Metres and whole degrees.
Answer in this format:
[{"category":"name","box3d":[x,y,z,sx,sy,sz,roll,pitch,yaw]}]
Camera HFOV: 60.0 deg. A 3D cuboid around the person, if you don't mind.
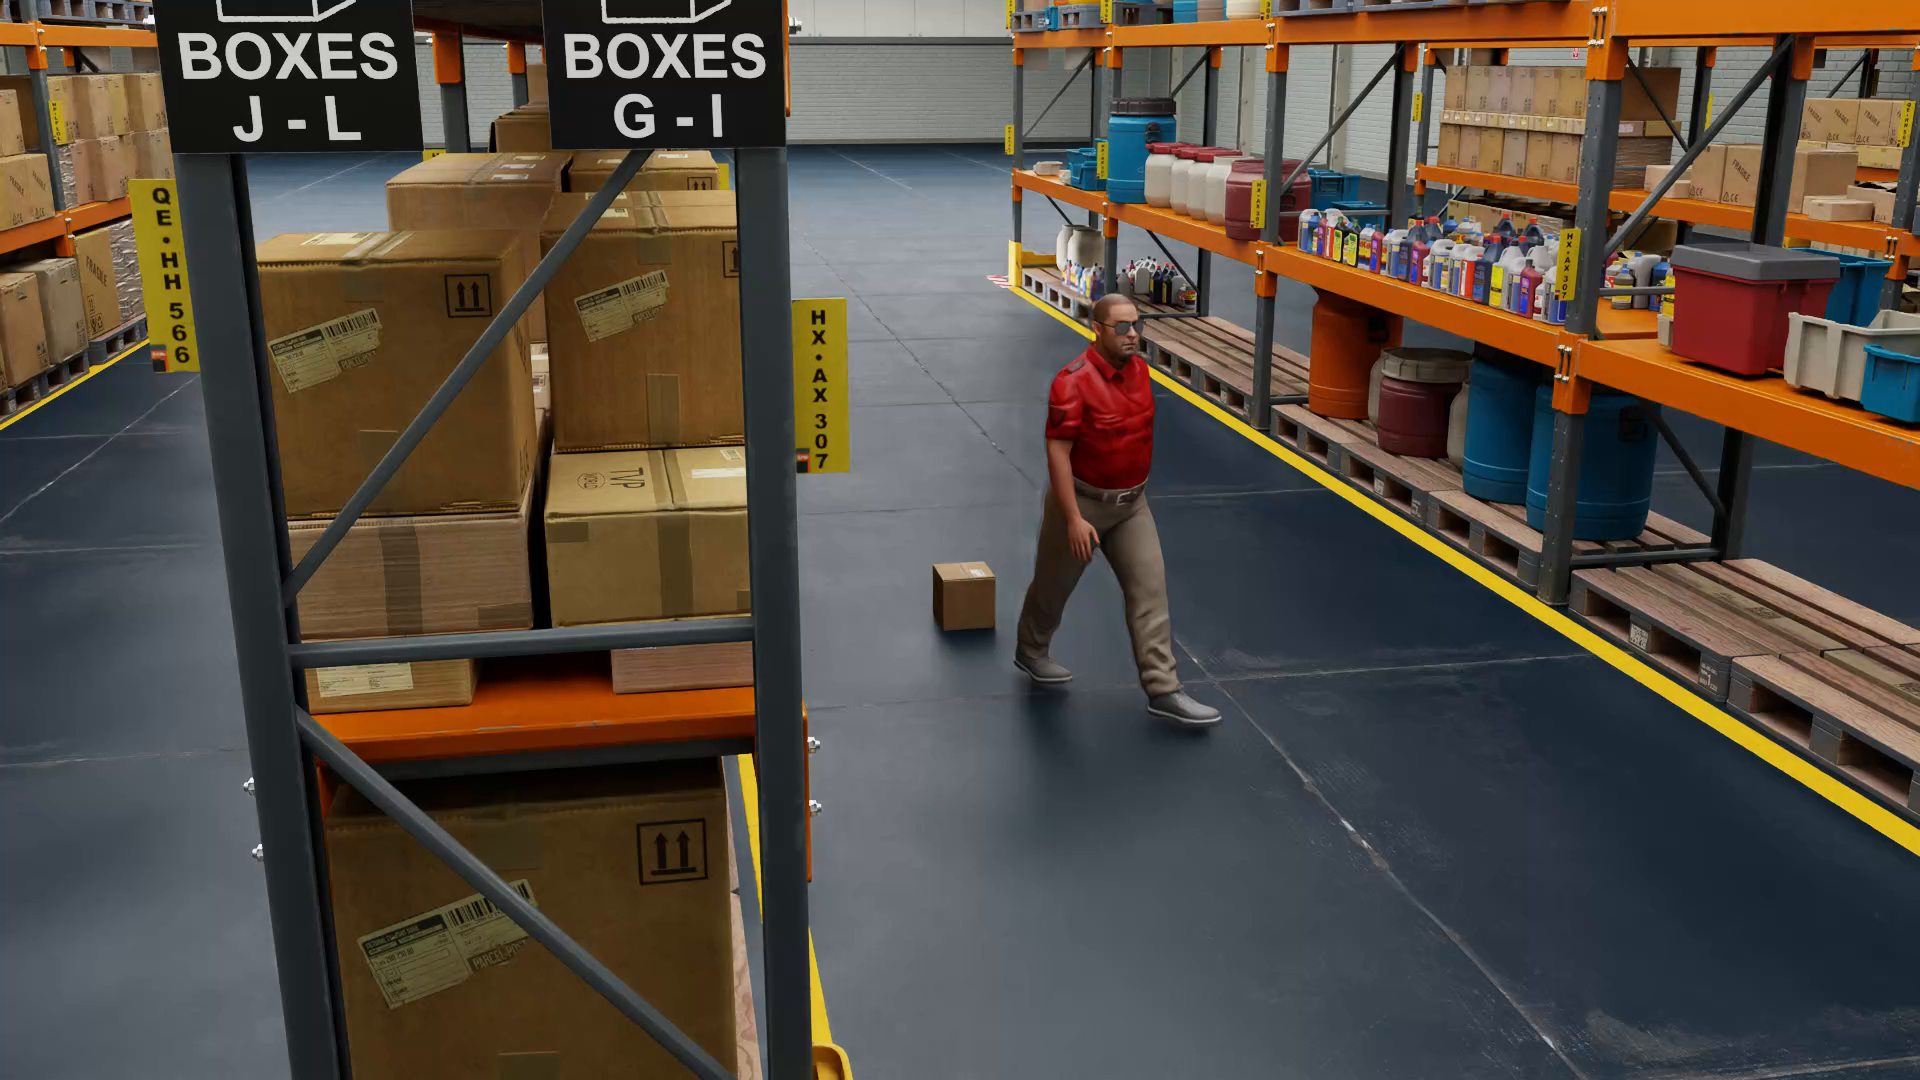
[{"category":"person","box3d":[0.574,-0.139,6.528,0.570,1.653,1.041,-11,19,-33]}]
